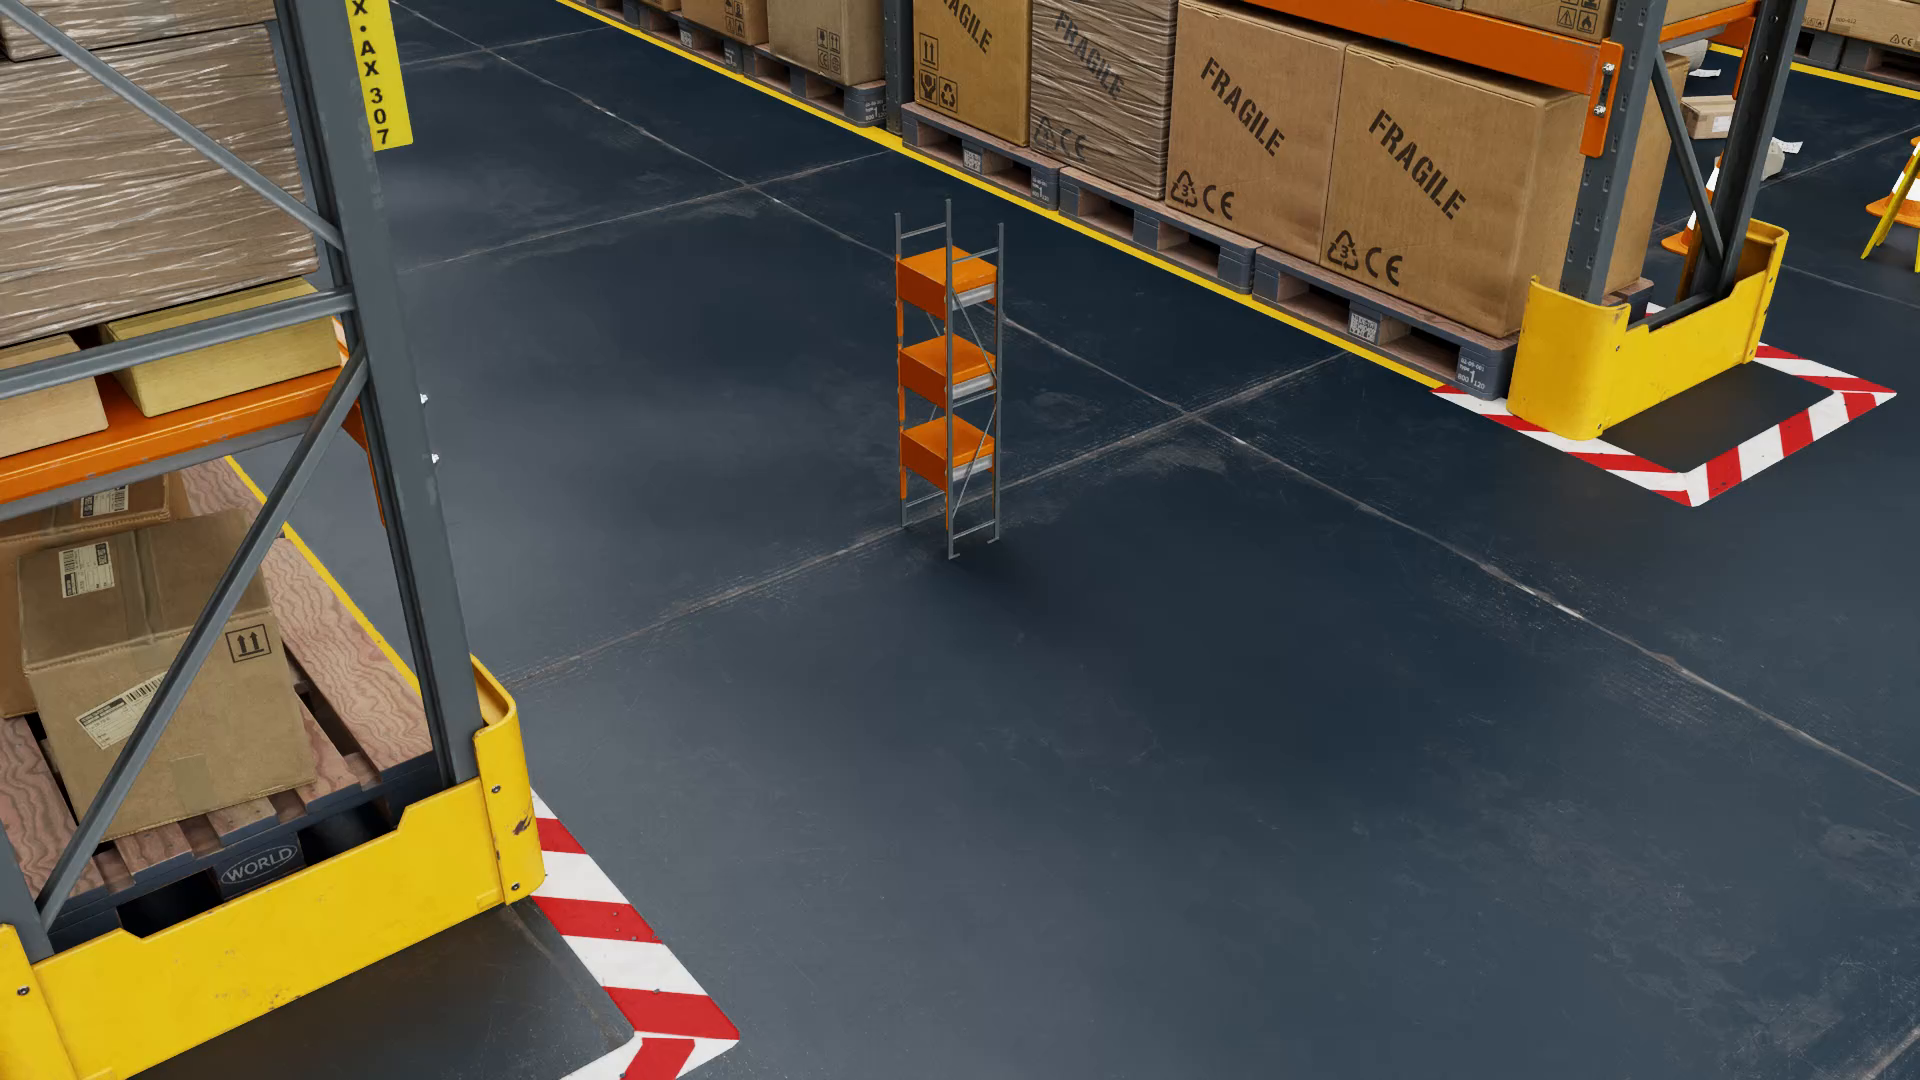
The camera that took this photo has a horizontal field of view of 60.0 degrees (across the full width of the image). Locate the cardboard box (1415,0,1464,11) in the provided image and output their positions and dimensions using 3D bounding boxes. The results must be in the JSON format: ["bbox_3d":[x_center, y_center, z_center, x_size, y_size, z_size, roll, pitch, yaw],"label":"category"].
[{"bbox_3d":[1.881,-2.302,5.972,0.875,0.550,0.550,-22,38,-31],"label":"cardboard box"}]

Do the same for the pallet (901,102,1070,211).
[{"bbox_3d":[0.451,-2.017,8.297,1.003,0.211,1.213,-22,38,-31],"label":"pallet"}]

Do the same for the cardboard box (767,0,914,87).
[{"bbox_3d":[-0.406,-2.996,8.965,1.050,0.750,0.750,-22,38,-32],"label":"cardboard box"}]

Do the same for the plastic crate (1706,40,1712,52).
[{"bbox_3d":[4.209,-3.027,10.049,0.583,0.080,0.402,18,36,27],"label":"plastic crate"}]

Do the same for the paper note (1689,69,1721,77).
[{"bbox_3d":[4.279,-2.688,9.549,0.148,0.019,0.142,18,36,27],"label":"paper note"}]

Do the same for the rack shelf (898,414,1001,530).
[{"bbox_3d":[-0.033,-0.223,5.161,0.215,0.259,0.240,-22,38,-31],"label":"rack shelf"}]

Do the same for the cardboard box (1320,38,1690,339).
[{"bbox_3d":[2.031,-1.414,6.299,0.875,0.875,0.875,-22,38,-31],"label":"cardboard box"}]

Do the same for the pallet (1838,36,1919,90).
[{"bbox_3d":[5.830,-2.717,9.425,1.003,0.211,1.213,-22,38,-31],"label":"pallet"}]

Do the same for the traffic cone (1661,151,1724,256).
[{"bbox_3d":[3.295,-1.480,7.194,0.336,0.463,0.334,-22,38,-31],"label":"traffic cone"}]

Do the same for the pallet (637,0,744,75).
[{"bbox_3d":[-1.239,-3.165,10.146,1.003,0.211,1.213,-22,38,-31],"label":"pallet"}]

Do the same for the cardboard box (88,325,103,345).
[{"bbox_3d":[-1.606,-0.514,3.472,0.380,0.149,0.250,-22,38,-31],"label":"cardboard box"}]

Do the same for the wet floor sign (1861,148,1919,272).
[{"bbox_3d":[4.081,-1.505,7.062,0.232,0.644,0.267,26,40,35],"label":"wet floor sign"}]

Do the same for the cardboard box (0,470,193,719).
[{"bbox_3d":[-2.244,0.066,4.272,0.500,0.500,0.500,-12,34,-19],"label":"cardboard box"}]

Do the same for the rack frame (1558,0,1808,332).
[{"bbox_3d":[2.499,-1.877,5.428,1.000,3.000,0.127,-22,38,-31],"label":"rack frame"}]

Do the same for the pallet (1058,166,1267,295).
[{"bbox_3d":[1.203,-1.508,7.478,1.003,0.211,1.213,-22,38,-31],"label":"pallet"}]

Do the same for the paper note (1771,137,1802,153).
[{"bbox_3d":[4.195,-2.009,8.456,0.142,0.019,0.148,18,36,27],"label":"paper note"}]

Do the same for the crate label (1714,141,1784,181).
[{"bbox_3d":[3.865,-1.873,8.135,0.298,0.136,0.250,12,34,19],"label":"crate label"}]

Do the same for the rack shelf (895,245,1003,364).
[{"bbox_3d":[-0.033,-0.700,4.865,0.215,0.259,0.240,-22,38,-31],"label":"rack shelf"}]

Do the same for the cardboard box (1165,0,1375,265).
[{"bbox_3d":[1.490,-1.780,6.888,0.875,0.875,0.875,-23,39,-32],"label":"cardboard box"}]

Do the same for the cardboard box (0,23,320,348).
[{"bbox_3d":[-1.797,-0.721,3.191,0.875,0.500,0.500,-22,38,-31],"label":"cardboard box"}]

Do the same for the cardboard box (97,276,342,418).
[{"bbox_3d":[-1.467,-0.403,3.294,0.380,0.149,0.250,-22,38,-31],"label":"cardboard box"}]

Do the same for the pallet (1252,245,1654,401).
[{"bbox_3d":[1.947,-1.000,6.660,1.003,0.211,1.213,-22,38,-31],"label":"pallet"}]

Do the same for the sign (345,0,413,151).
[{"bbox_3d":[-1.052,-0.857,2.967,0.100,0.325,0.005,-22,38,-31],"label":"sign"}]

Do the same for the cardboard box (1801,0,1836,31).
[{"bbox_3d":[5.002,-3.215,9.792,0.500,0.250,0.500,-24,39,-33],"label":"cardboard box"}]

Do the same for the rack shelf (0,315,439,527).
[{"bbox_3d":[-2.707,-0.842,4.444,1.077,0.370,4.000,-22,38,-31],"label":"rack shelf"}]

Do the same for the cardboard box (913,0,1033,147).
[{"bbox_3d":[0.377,-2.535,8.104,0.875,0.875,0.875,-22,38,-31],"label":"cardboard box"}]

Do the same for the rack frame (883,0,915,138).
[{"bbox_3d":[0.046,-3.544,8.113,1.000,3.000,0.127,-22,38,-31],"label":"rack frame"}]

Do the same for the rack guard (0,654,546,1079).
[{"bbox_3d":[-1.528,0.716,3.623,1.175,0.500,0.348,-22,38,-31],"label":"rack guard"}]

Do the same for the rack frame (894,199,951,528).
[{"bbox_3d":[-0.108,-0.519,5.091,0.200,1.050,0.008,-22,38,-31],"label":"rack frame"}]

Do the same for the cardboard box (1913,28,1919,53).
[{"bbox_3d":[5.624,-2.790,9.108,0.500,0.250,0.500,-22,38,-32],"label":"cardboard box"}]

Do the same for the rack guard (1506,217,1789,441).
[{"bbox_3d":[2.514,-0.805,6.072,1.175,0.500,0.348,-22,38,-31],"label":"rack guard"}]

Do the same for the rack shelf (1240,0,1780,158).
[{"bbox_3d":[1.273,-2.405,6.960,1.077,0.370,4.000,-22,38,-31],"label":"rack shelf"}]

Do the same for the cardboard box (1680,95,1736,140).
[{"bbox_3d":[3.948,-2.202,8.654,0.380,0.149,0.250,-4,32,-7],"label":"cardboard box"}]

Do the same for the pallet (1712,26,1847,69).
[{"bbox_3d":[5.086,-3.225,10.243,1.003,0.211,1.213,-22,38,-31],"label":"pallet"}]

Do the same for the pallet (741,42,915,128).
[{"bbox_3d":[-0.487,-2.656,9.327,1.003,0.211,1.213,-22,38,-31],"label":"pallet"}]

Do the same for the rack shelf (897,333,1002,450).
[{"bbox_3d":[-0.033,-0.459,5.014,0.215,0.259,0.240,-22,38,-31],"label":"rack shelf"}]

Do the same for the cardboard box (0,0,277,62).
[{"bbox_3d":[-1.603,-1.225,3.055,0.500,0.500,0.500,-22,38,-31],"label":"cardboard box"}]

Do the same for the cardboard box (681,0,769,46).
[{"bbox_3d":[-0.994,-3.399,9.614,1.050,0.750,0.750,-22,38,-31],"label":"cardboard box"}]

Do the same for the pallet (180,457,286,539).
[{"bbox_3d":[-2.742,-0.019,5.081,1.003,0.211,1.213,-22,38,-31],"label":"pallet"}]

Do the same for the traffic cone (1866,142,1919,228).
[{"bbox_3d":[4.396,-1.704,7.554,0.336,0.463,0.334,-22,38,-31],"label":"traffic cone"}]

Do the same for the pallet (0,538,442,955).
[{"bbox_3d":[-1.998,0.489,4.263,1.003,0.211,1.213,-22,38,-31],"label":"pallet"}]

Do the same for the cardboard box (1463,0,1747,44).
[{"bbox_3d":[2.236,-2.080,5.614,0.875,0.550,0.550,-22,38,-31],"label":"cardboard box"}]

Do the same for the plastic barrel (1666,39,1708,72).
[{"bbox_3d":[3.885,-2.797,9.352,0.512,0.421,0.421,1,32,2],"label":"plastic barrel"}]

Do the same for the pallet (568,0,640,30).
[{"bbox_3d":[-1.983,-3.673,10.964,1.003,0.211,1.213,-22,38,-31],"label":"pallet"}]

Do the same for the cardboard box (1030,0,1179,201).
[{"bbox_3d":[0.932,-2.160,7.501,0.875,0.875,0.875,-22,38,-31],"label":"cardboard box"}]

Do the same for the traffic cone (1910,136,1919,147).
[{"bbox_3d":[5.064,-2.204,8.361,0.336,0.463,0.334,-22,38,-31],"label":"traffic cone"}]

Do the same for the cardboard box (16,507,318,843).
[{"bbox_3d":[-1.851,0.304,3.889,0.500,0.500,0.500,-15,35,-23],"label":"cardboard box"}]

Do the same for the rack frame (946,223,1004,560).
[{"bbox_3d":[0.042,-0.417,4.927,0.200,1.050,0.008,-22,38,-31],"label":"rack frame"}]

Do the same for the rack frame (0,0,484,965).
[{"bbox_3d":[-1.481,-0.314,2.912,1.000,3.000,0.127,-22,38,-31],"label":"rack frame"}]

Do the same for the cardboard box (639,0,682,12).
[{"bbox_3d":[-1.566,-3.787,10.239,1.050,0.750,0.750,-22,38,-31],"label":"cardboard box"}]

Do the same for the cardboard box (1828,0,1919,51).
[{"bbox_3d":[5.328,-2.999,9.443,0.500,0.250,0.500,-22,38,-31],"label":"cardboard box"}]

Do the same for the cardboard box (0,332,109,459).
[{"bbox_3d":[-1.819,-0.259,3.062,0.380,0.149,0.250,-22,38,-31],"label":"cardboard box"}]

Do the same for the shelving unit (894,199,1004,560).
[{"bbox_3d":[-0.033,-0.468,5.009,0.215,1.050,0.252,-22,38,-31],"label":"shelving unit"}]
